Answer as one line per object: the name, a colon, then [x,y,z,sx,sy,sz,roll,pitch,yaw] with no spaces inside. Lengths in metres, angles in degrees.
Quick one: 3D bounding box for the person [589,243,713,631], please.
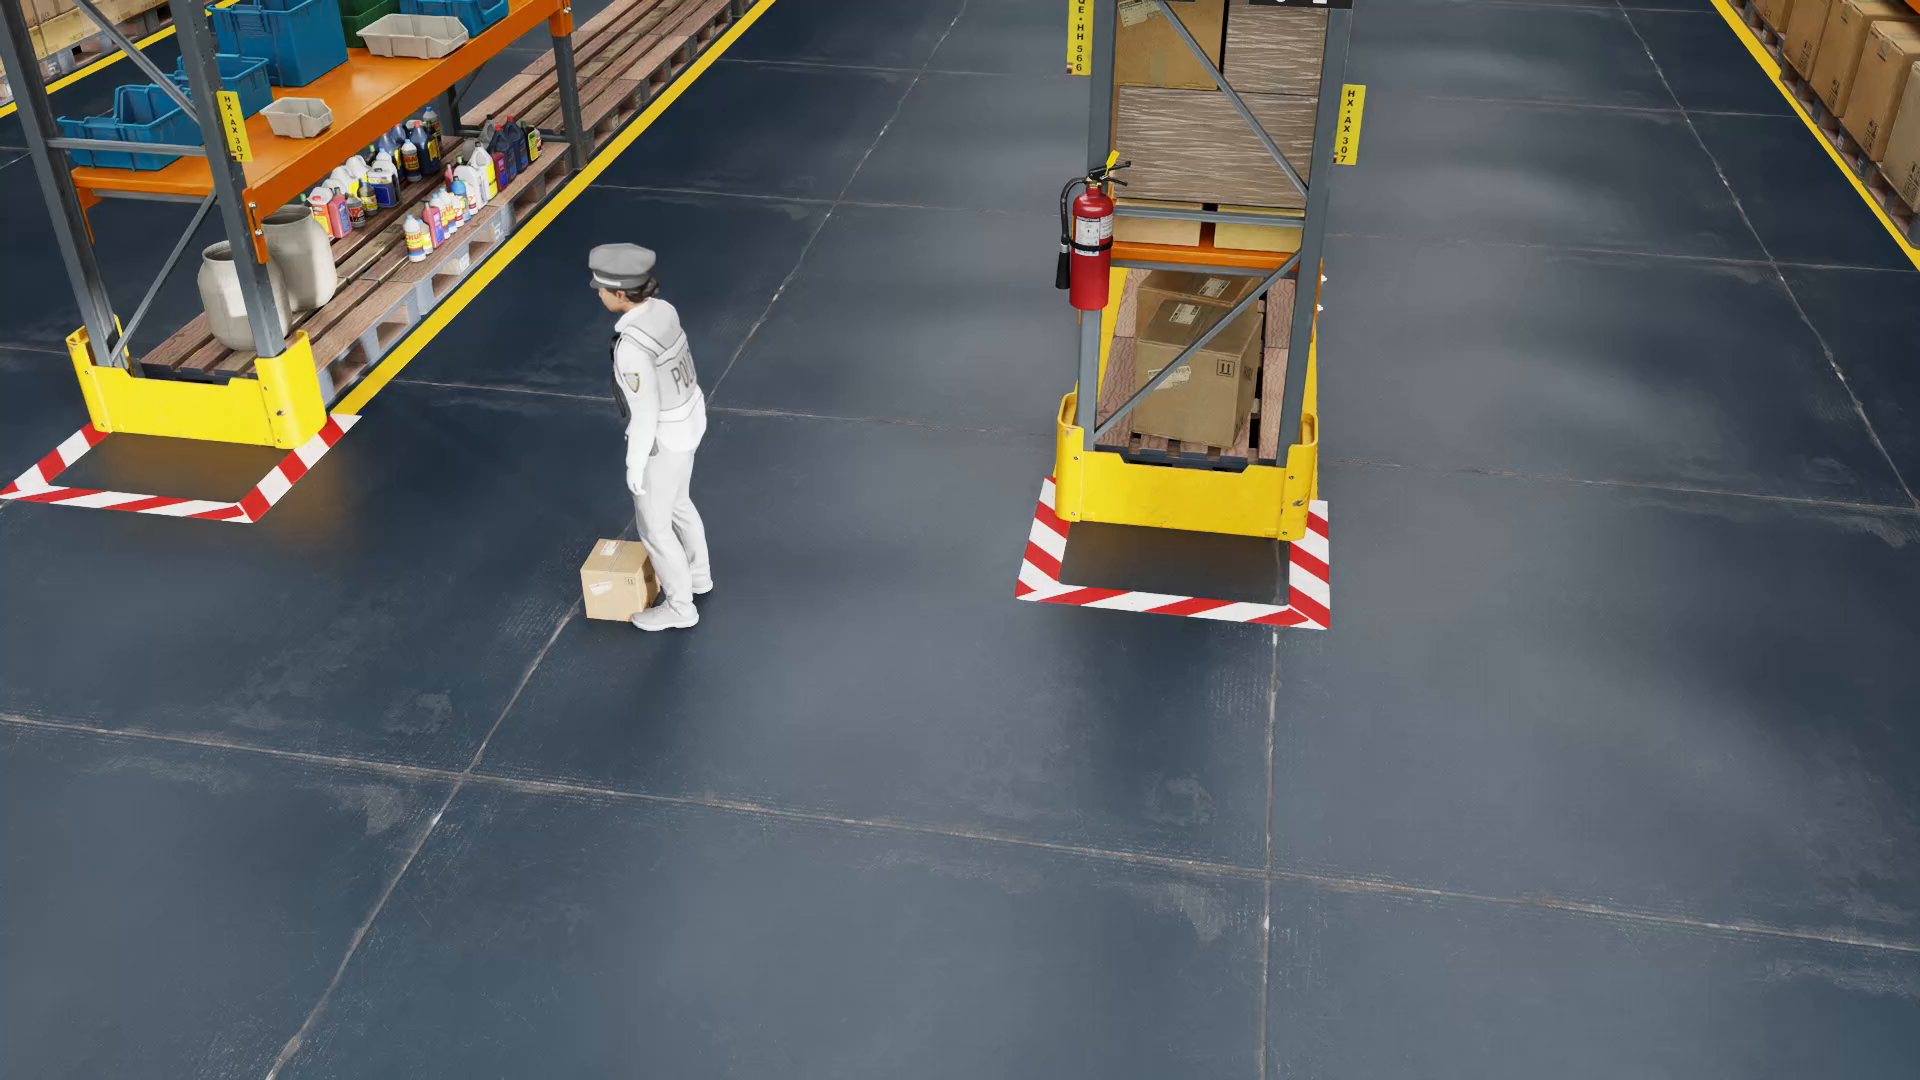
person: [-1.230,-0.402,6.765,0.379,1.663,0.535,5,33,8]
